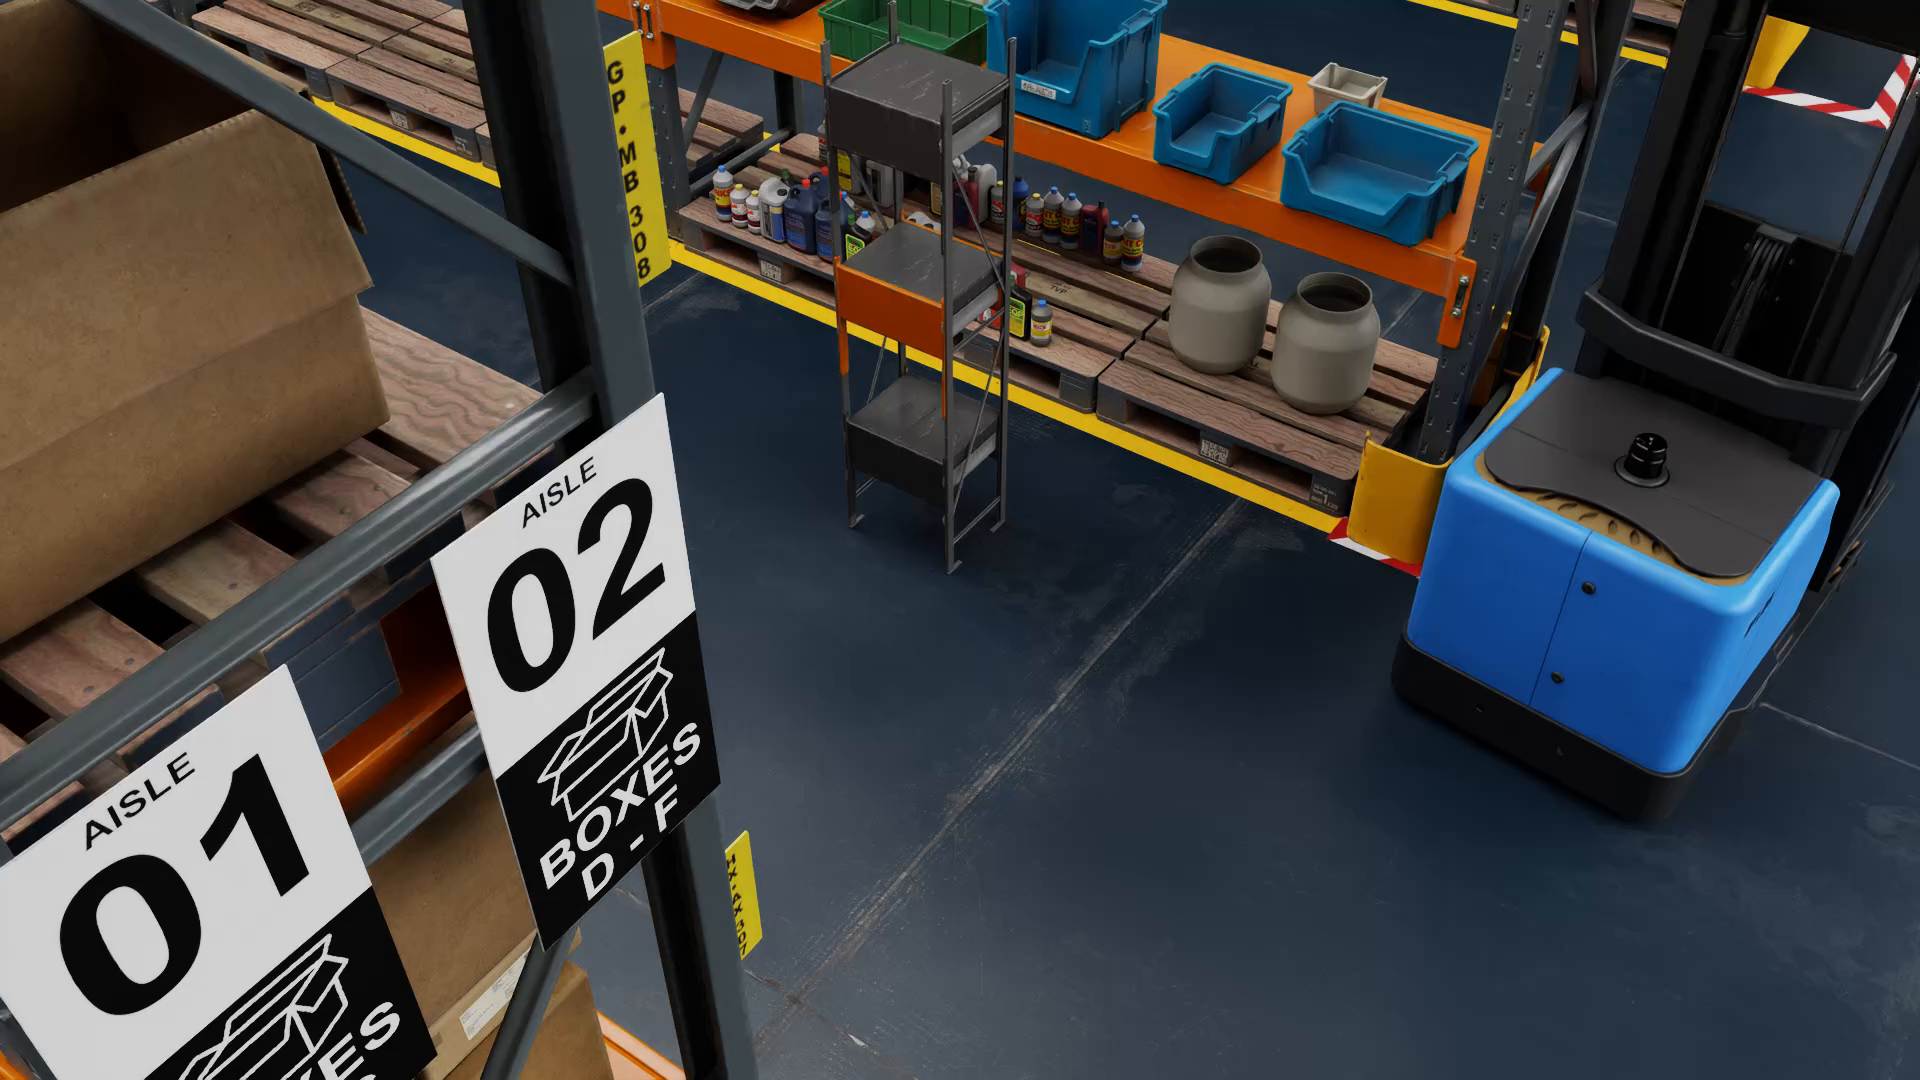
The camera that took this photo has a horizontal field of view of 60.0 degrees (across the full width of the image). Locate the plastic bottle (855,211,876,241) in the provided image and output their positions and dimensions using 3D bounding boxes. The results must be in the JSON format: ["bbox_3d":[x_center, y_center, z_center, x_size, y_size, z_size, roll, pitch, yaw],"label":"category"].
[{"bbox_3d":[-0.441,-1.418,7.802,0.097,0.271,0.097,0,42,0],"label":"plastic bottle"}]

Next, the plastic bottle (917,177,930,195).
[{"bbox_3d":[-0.153,-1.864,8.291,0.133,0.283,0.061,28,49,28],"label":"plastic bottle"}]

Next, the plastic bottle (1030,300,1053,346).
[{"bbox_3d":[0.360,-0.968,7.351,0.097,0.201,0.097,0,42,0],"label":"plastic bottle"}]

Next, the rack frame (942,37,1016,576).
[{"bbox_3d":[0.064,-0.752,6.016,0.015,2.100,0.400,25,48,25],"label":"rack frame"}]

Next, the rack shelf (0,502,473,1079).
[{"bbox_3d":[-2.370,-0.296,3.121,4.000,0.370,1.077,25,48,25],"label":"rack shelf"}]

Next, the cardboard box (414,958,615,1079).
[{"bbox_3d":[-1.107,1.097,3.200,0.500,0.500,0.700,25,48,25],"label":"cardboard box"}]

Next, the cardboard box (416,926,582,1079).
[{"bbox_3d":[-0.930,0.773,3.076,0.250,0.149,0.380,25,47,25],"label":"cardboard box"}]

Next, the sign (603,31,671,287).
[{"bbox_3d":[-0.409,-0.454,2.044,0.005,0.325,0.100,25,48,25],"label":"sign"}]

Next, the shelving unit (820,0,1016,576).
[{"bbox_3d":[-0.136,-0.846,6.121,0.503,2.100,0.431,25,48,25],"label":"shelving unit"}]

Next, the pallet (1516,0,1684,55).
[{"bbox_3d":[4.252,-3.408,10.400,1.213,0.211,1.003,25,48,25],"label":"pallet"}]

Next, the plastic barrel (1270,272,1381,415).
[{"bbox_3d":[1.532,-0.823,6.971,0.421,0.512,0.421,0,42,0],"label":"plastic barrel"}]

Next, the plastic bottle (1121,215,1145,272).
[{"bbox_3d":[0.809,-1.395,7.775,0.097,0.271,0.097,0,42,0],"label":"plastic bottle"}]

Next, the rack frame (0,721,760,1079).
[{"bbox_3d":[-0.732,1.320,3.026,0.127,3.000,1.000,25,48,25],"label":"rack frame"}]

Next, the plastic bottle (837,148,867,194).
[{"bbox_3d":[-0.550,-1.924,8.307,0.185,0.351,0.144,25,48,25],"label":"plastic bottle"}]

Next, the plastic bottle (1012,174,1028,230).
[{"bbox_3d":[0.281,-1.642,8.052,0.097,0.271,0.097,0,42,0],"label":"plastic bottle"}]

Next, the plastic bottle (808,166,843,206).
[{"bbox_3d":[-0.655,-1.635,7.984,0.185,0.351,0.144,25,48,25],"label":"plastic bottle"}]

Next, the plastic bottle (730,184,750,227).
[{"bbox_3d":[-1.068,-1.636,8.097,0.097,0.201,0.097,0,42,0],"label":"plastic bottle"}]

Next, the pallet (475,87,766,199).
[{"bbox_3d":[-1.825,-2.155,9.000,1.213,0.211,1.003,25,48,25],"label":"pallet"}]

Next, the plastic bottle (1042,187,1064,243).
[{"bbox_3d":[0.447,-1.564,7.965,0.097,0.271,0.097,0,42,0],"label":"plastic bottle"}]

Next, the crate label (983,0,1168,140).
[{"bbox_3d":[0.453,-1.954,6.657,0.616,0.435,0.502,25,48,25],"label":"crate label"}]

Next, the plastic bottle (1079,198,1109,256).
[{"bbox_3d":[0.635,-1.496,7.879,0.133,0.283,0.061,26,48,26],"label":"plastic bottle"}]

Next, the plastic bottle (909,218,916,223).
[{"bbox_3d":[-0.235,-1.321,7.633,0.185,0.351,0.144,25,47,25],"label":"plastic bottle"}]

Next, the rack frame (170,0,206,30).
[{"bbox_3d":[-4.435,-4.446,9.470,0.127,3.000,1.000,25,48,25],"label":"rack frame"}]

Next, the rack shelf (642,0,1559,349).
[{"bbox_3d":[0.477,-1.881,7.142,4.000,0.370,1.077,25,48,25],"label":"rack shelf"}]

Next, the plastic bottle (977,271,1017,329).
[{"bbox_3d":[0.169,-1.108,7.451,0.135,0.276,0.152,25,48,26],"label":"plastic bottle"}]

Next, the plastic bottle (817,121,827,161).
[{"bbox_3d":[-0.684,-2.067,8.579,0.097,0.201,0.097,0,42,0],"label":"plastic bottle"}]

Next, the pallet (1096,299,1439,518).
[{"bbox_3d":[1.364,-0.662,7.331,1.213,0.211,1.003,25,48,25],"label":"pallet"}]

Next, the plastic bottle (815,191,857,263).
[{"bbox_3d":[-0.583,-1.484,7.815,0.185,0.351,0.144,23,47,24],"label":"plastic bottle"}]

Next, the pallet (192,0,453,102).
[{"bbox_3d":[-3.823,-3.089,10.044,1.213,0.211,1.003,25,48,25],"label":"pallet"}]

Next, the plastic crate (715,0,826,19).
[{"bbox_3d":[-0.804,-2.622,7.477,0.504,0.338,0.767,25,48,25],"label":"plastic crate"}]

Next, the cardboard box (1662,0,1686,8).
[{"bbox_3d":[4.457,-3.561,10.039,0.500,0.500,0.500,-33,51,-31],"label":"cardboard box"}]

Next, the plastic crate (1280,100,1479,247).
[{"bbox_3d":[1.533,-1.356,6.128,0.616,0.251,0.499,25,48,25],"label":"plastic crate"}]

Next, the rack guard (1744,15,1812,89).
[{"bbox_3d":[4.897,-3.185,9.934,0.348,0.500,1.175,25,48,25],"label":"rack guard"}]

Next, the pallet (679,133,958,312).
[{"bbox_3d":[-0.634,-1.596,8.375,1.213,0.211,1.003,25,48,25],"label":"pallet"}]

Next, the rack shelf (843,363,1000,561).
[{"bbox_3d":[-0.136,-0.314,6.597,0.480,0.518,0.431,25,48,25],"label":"rack shelf"}]

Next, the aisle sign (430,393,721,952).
[{"bbox_3d":[-0.503,0.209,2.318,0.004,0.787,0.394,25,48,25],"label":"aisle sign"}]

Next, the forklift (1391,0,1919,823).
[{"bbox_3d":[2.920,-1.049,5.724,1.130,2.935,3.031,30,50,29],"label":"forklift"}]

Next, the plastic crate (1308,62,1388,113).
[{"bbox_3d":[1.567,-1.803,6.714,0.250,0.136,0.298,25,48,25],"label":"plastic crate"}]

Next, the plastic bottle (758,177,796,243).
[{"bbox_3d":[-0.870,-1.594,7.994,0.135,0.276,0.152,27,48,27],"label":"plastic bottle"}]

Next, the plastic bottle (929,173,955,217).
[{"bbox_3d":[-0.084,-1.714,8.124,0.133,0.283,0.061,25,48,25],"label":"plastic bottle"}]

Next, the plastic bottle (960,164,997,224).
[{"bbox_3d":[0.085,-1.713,8.128,0.135,0.276,0.152,26,48,26],"label":"plastic bottle"}]
